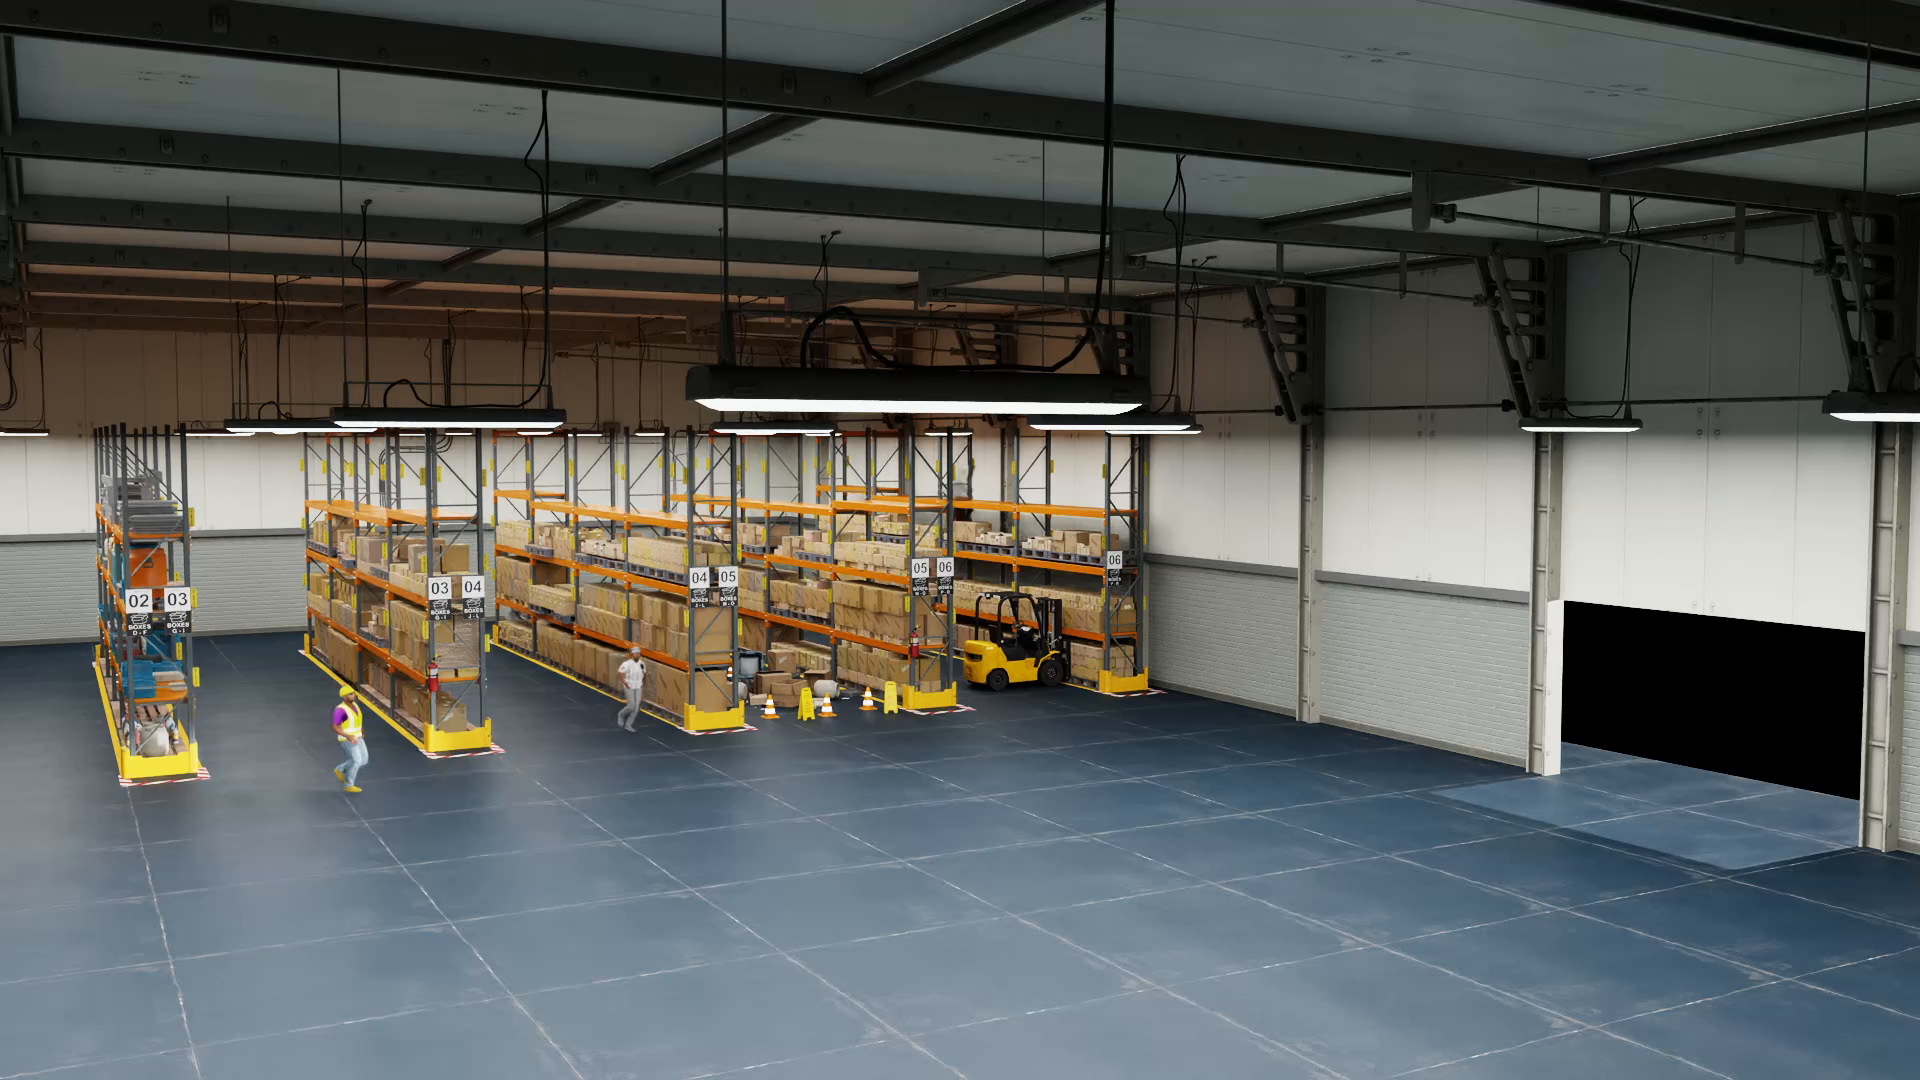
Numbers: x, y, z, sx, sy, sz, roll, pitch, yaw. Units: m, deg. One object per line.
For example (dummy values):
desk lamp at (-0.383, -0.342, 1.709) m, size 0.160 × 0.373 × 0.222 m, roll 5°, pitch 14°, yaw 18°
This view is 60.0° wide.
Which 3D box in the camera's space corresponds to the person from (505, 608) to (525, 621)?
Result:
person at (-12.965, 1.964, 48.387) m, size 0.911 × 1.655 × 0.644 m, roll 0°, pitch 3°, yaw 3°

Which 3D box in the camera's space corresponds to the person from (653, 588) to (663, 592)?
person at (-9.043, 1.902, 50.509) m, size 0.595 × 1.552 × 0.527 m, roll -3°, pitch 5°, yaw -44°

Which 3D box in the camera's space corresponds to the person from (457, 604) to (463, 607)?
person at (-13.724, 2.177, 45.397) m, size 0.620 × 1.652 × 0.812 m, roll -1°, pitch 4°, yaw -19°

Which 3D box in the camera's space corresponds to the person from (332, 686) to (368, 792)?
person at (-9.940, 3.227, 27.028) m, size 0.546 × 1.729 × 0.698 m, roll 0°, pitch 3°, yaw 7°

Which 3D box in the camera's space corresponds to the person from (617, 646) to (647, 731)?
person at (-6.425, 2.926, 32.728) m, size 0.579 × 1.683 × 0.574 m, roll -3°, pitch 5°, yaw -41°
